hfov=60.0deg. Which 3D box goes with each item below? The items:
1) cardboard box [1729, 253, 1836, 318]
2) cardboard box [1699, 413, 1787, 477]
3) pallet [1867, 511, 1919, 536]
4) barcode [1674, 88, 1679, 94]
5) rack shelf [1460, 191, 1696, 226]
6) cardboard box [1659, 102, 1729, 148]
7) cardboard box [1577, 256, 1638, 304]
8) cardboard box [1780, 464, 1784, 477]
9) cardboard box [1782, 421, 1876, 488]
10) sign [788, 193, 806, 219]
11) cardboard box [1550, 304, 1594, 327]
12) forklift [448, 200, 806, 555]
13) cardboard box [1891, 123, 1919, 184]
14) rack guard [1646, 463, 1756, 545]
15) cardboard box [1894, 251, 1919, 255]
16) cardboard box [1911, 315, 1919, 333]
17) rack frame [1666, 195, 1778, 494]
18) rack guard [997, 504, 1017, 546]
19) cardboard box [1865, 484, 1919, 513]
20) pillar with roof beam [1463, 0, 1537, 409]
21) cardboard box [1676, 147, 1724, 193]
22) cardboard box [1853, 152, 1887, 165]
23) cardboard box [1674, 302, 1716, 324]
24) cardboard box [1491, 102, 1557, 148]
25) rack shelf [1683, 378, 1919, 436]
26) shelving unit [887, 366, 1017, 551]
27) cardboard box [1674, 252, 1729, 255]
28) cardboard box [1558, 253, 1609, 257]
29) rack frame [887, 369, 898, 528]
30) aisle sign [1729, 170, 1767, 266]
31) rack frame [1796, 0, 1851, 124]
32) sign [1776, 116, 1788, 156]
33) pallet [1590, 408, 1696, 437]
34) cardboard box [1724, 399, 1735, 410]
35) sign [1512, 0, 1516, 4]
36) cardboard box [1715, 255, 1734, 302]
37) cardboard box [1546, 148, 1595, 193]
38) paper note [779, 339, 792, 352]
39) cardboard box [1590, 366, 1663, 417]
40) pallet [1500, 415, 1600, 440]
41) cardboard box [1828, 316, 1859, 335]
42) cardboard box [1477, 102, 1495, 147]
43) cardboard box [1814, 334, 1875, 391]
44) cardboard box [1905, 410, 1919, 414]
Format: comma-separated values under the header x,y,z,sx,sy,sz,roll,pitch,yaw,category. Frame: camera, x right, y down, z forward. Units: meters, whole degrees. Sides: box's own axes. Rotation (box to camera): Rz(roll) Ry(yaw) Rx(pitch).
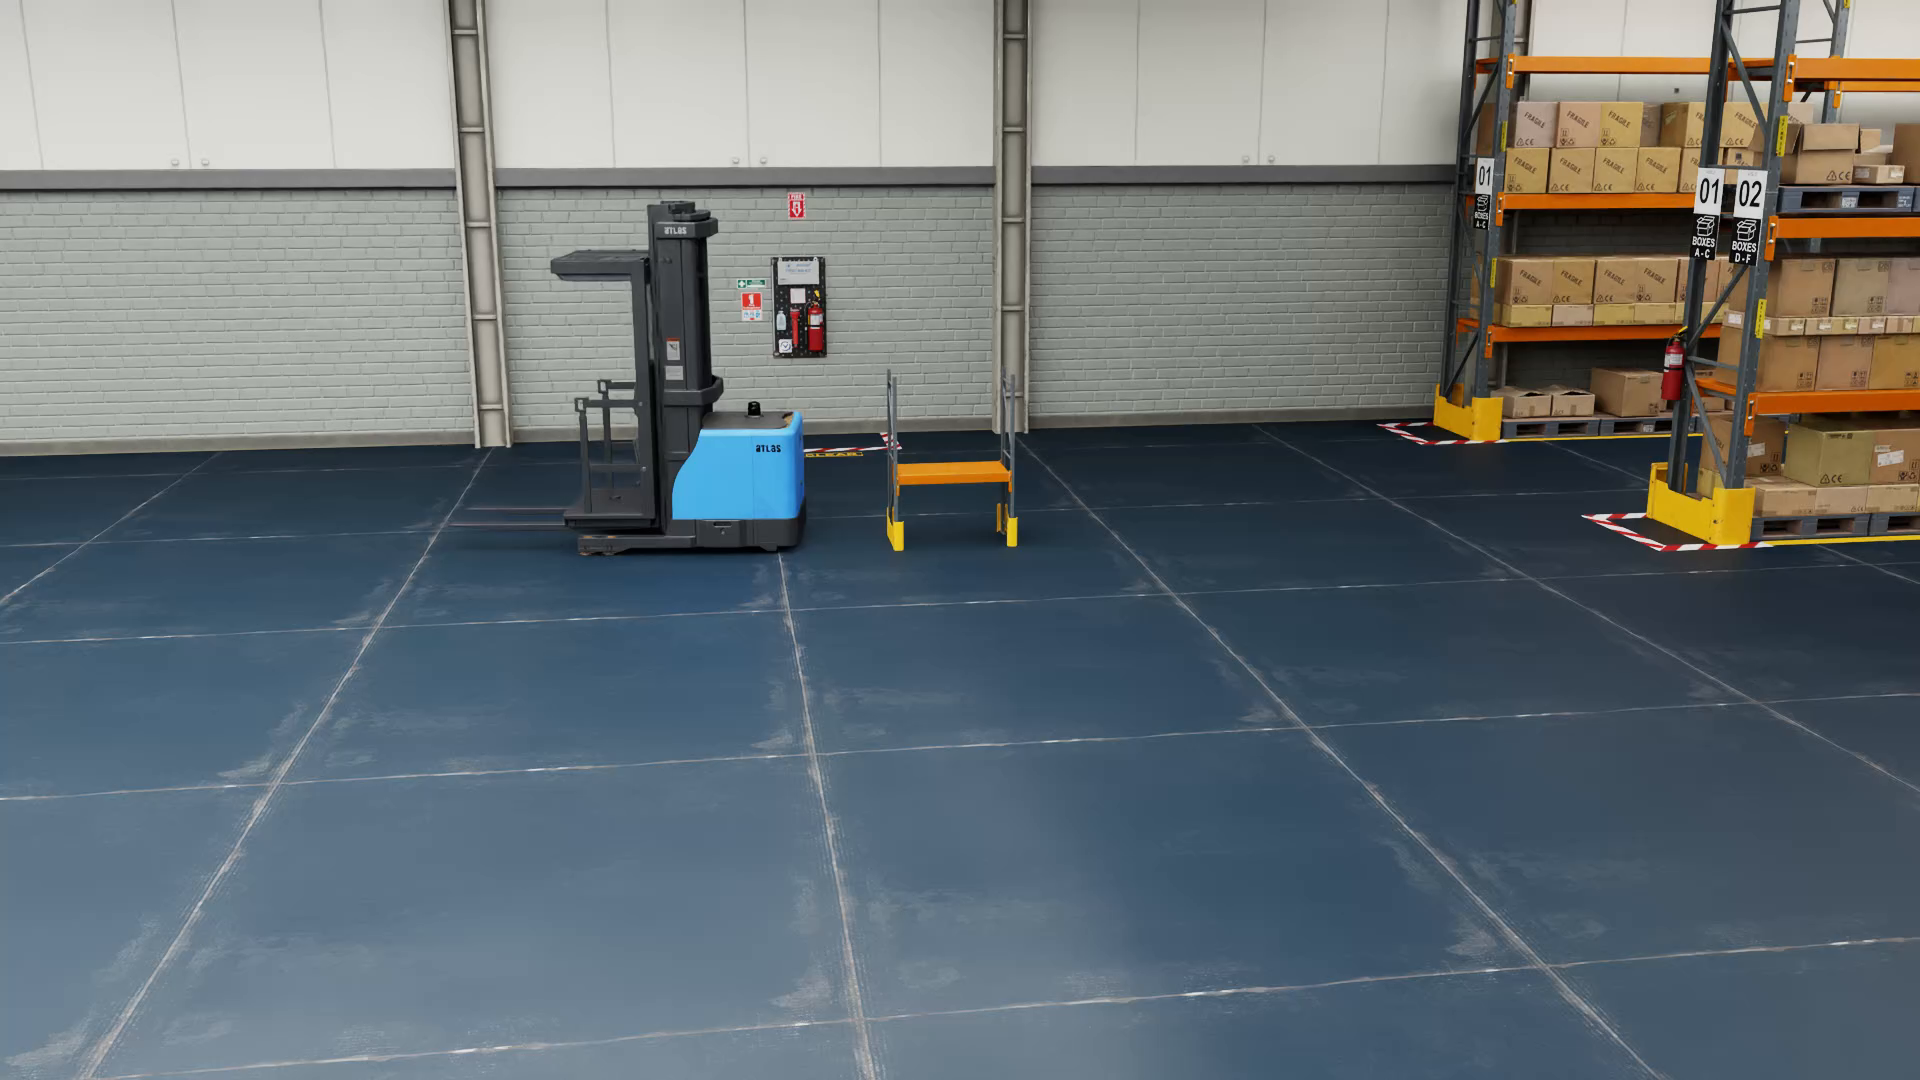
x,y,z,sx,sy,sz,roll,pitch,yaw,category
7.227,-2.246,14.641,0.500,0.500,0.700,-2,14,-8,cardboard box
7.198,-0.878,15.303,0.500,0.500,0.500,-2,14,-8,cardboard box
8.665,-0.282,15.411,1.213,0.211,1.003,-2,14,-8,pallet
8.487,-5.319,19.692,0.075,0.075,0.001,-2,14,-8,barcode
7.948,-3.923,19.510,4.000,0.370,1.077,-2,14,-8,rack shelf
8.415,-4.760,19.068,0.500,0.500,0.500,-3,14,-10,cardboard box
7.489,-3.023,19.334,0.500,0.500,0.500,-3,14,-10,cardboard box
7.690,-0.534,15.476,0.500,0.250,0.500,-2,14,-8,cardboard box
7.769,-0.771,14.878,0.500,0.500,0.500,-2,14,-8,cardboard box
-1.872,-3.828,19.054,0.199,0.298,0.001,-2,14,-8,sign
7.011,-2.645,19.369,0.500,0.250,0.500,-3,14,-10,cardboard box
-2.906,-1.420,14.360,3.031,2.935,1.130,0,14,-1,forklift
8.395,-3.322,14.280,0.500,0.500,0.500,-2,14,-8,cardboard box
6.688,-0.340,15.048,0.348,0.500,1.175,-2,14,-8,rack guard
8.740,-2.303,14.868,0.500,0.500,0.700,-2,14,-8,cardboard box
8.405,-1.926,14.695,0.250,0.149,0.380,-2,14,-9,cardboard box
6.712,-1.553,14.748,0.127,3.000,1.000,-2,14,-8,rack frame
0.417,-0.137,14.752,0.087,0.250,0.587,-2,14,-8,rack guard
8.263,-0.426,15.043,0.500,0.250,0.500,-2,14,-8,cardboard box
7.175,-4.852,15.570,0.400,9.000,9.100,-2,14,-8,pillar with roof beam
8.418,-4.280,19.210,0.500,0.500,0.500,-3,14,-11,cardboard box
7.811,-3.312,14.752,0.500,0.250,0.500,-2,14,-8,cardboard box
8.513,-2.698,19.582,0.500,0.250,0.500,-2,14,-9,cardboard box
6.387,-4.698,18.820,0.500,0.500,0.500,-3,14,-12,cardboard box
8.689,-1.276,15.124,4.000,0.370,1.077,-2,14,-8,rack shelf
-0.075,-0.725,14.528,1.083,1.500,0.587,-2,14,-8,shelving unit
8.917,-3.205,20.062,0.500,0.500,0.500,-2,14,-9,cardboard box
7.414,-3.149,19.837,0.500,0.500,0.500,-2,14,-10,cardboard box
-0.587,-0.706,14.454,0.032,1.500,0.500,-2,14,-8,rack frame
6.692,-2.738,14.128,0.004,0.787,0.394,-2,14,-8,aisle sign
9.925,-5.799,19.347,0.127,3.000,1.000,-2,14,-8,rack frame
6.788,-3.337,13.734,0.005,0.325,0.100,-2,14,-8,sign
8.057,-1.459,20.105,1.213,0.211,1.003,-2,14,-8,pallet
9.401,-1.702,20.262,0.250,0.166,0.380,-4,15,-16,cardboard box
6.051,-6.015,18.125,0.005,0.325,0.100,-2,14,-8,sign
9.011,-3.079,19.559,0.500,0.500,0.500,-2,14,-9,cardboard box
6.874,-4.220,18.971,0.500,0.500,0.500,-1,14,-5,cardboard box
-2.034,-2.263,19.390,0.142,0.148,0.016,-2,14,-8,paper note
7.964,-1.784,19.903,0.500,0.500,0.700,-3,14,-12,cardboard box
6.854,-1.416,19.932,1.213,0.211,1.003,-2,14,-8,pallet
7.639,-1.897,14.582,0.250,0.149,0.380,-2,14,-8,cardboard box
6.357,-4.821,19.310,0.500,0.500,0.500,-1,14,-6,cardboard box
7.694,-1.635,14.871,0.500,0.500,0.700,-2,14,-7,cardboard box
9.173,-0.954,15.607,0.500,0.500,0.500,-2,14,-8,cardboard box
